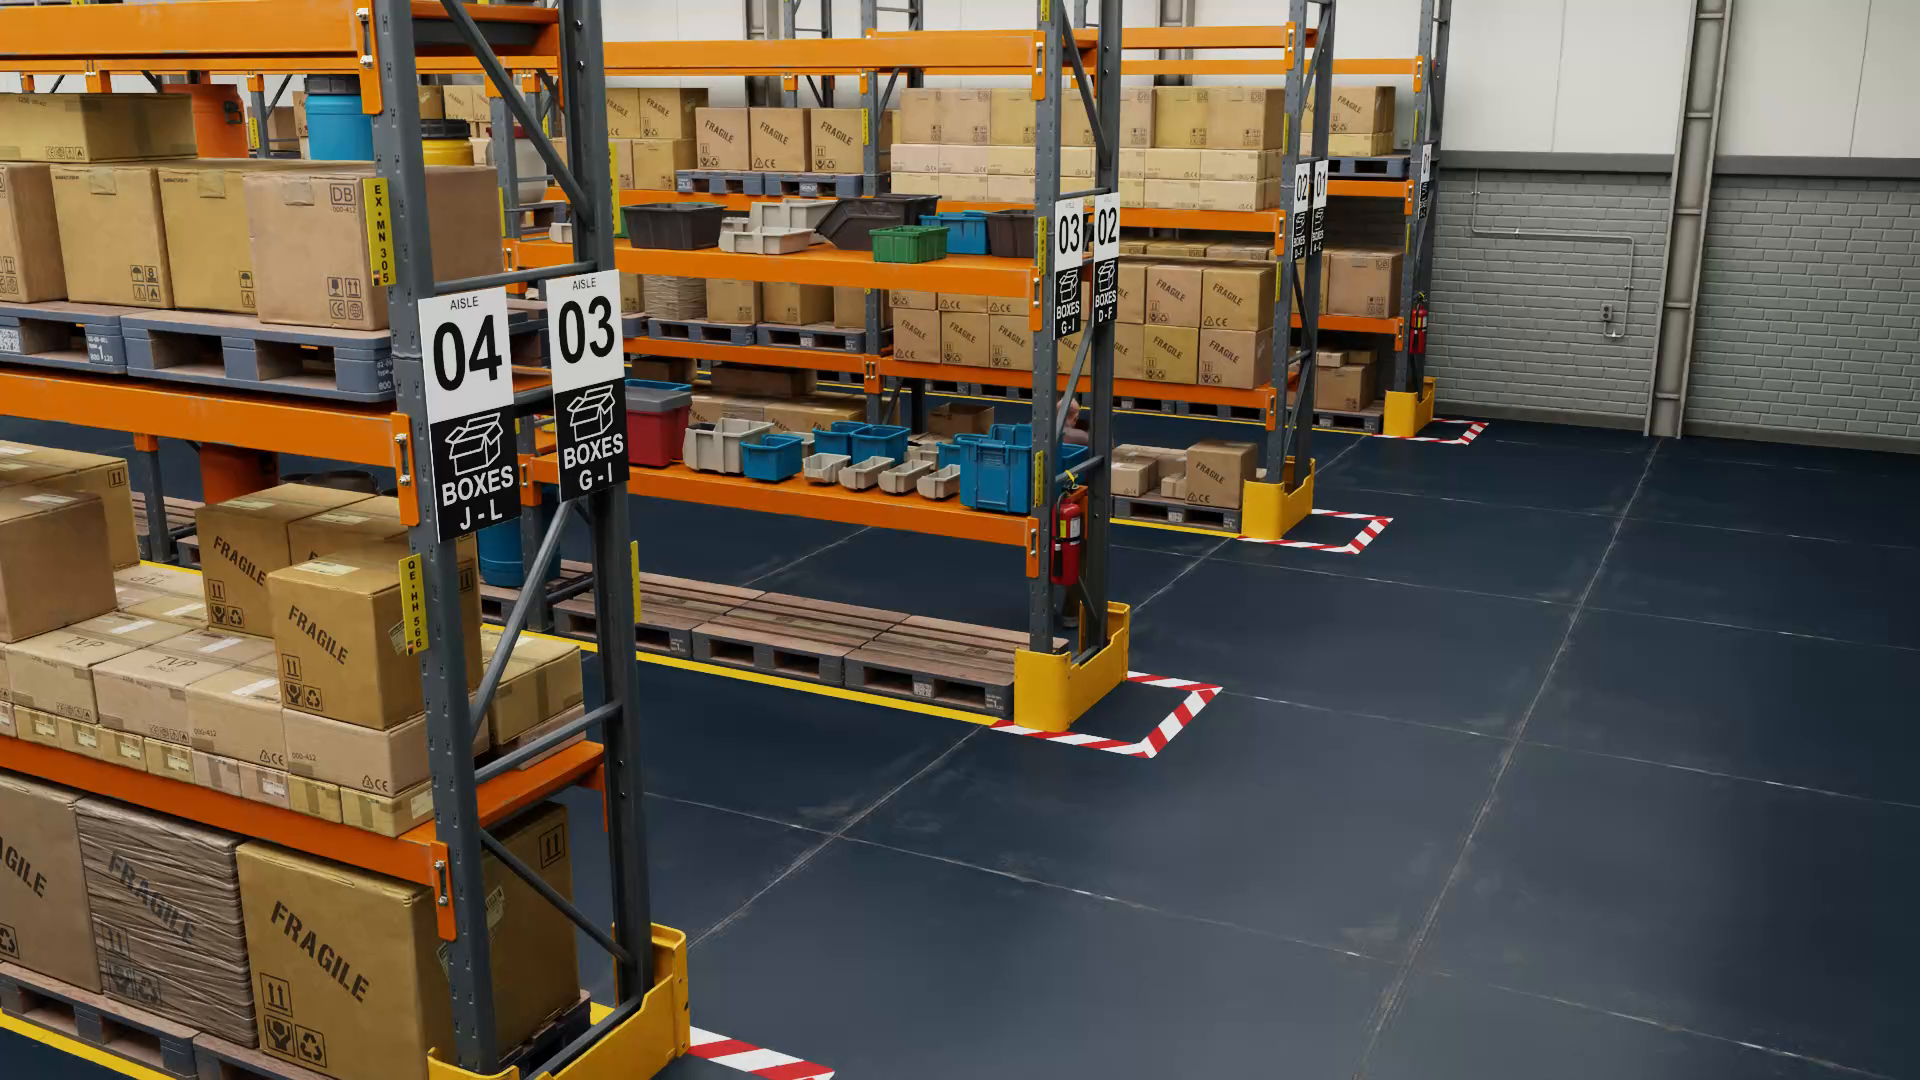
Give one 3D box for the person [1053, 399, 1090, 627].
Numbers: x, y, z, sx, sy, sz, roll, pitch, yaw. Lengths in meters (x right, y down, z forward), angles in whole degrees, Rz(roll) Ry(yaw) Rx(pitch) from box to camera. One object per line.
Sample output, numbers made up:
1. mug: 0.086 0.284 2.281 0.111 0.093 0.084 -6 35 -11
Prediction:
1. person: 0.717 -0.196 12.154 0.612 1.643 0.516 8 17 27
